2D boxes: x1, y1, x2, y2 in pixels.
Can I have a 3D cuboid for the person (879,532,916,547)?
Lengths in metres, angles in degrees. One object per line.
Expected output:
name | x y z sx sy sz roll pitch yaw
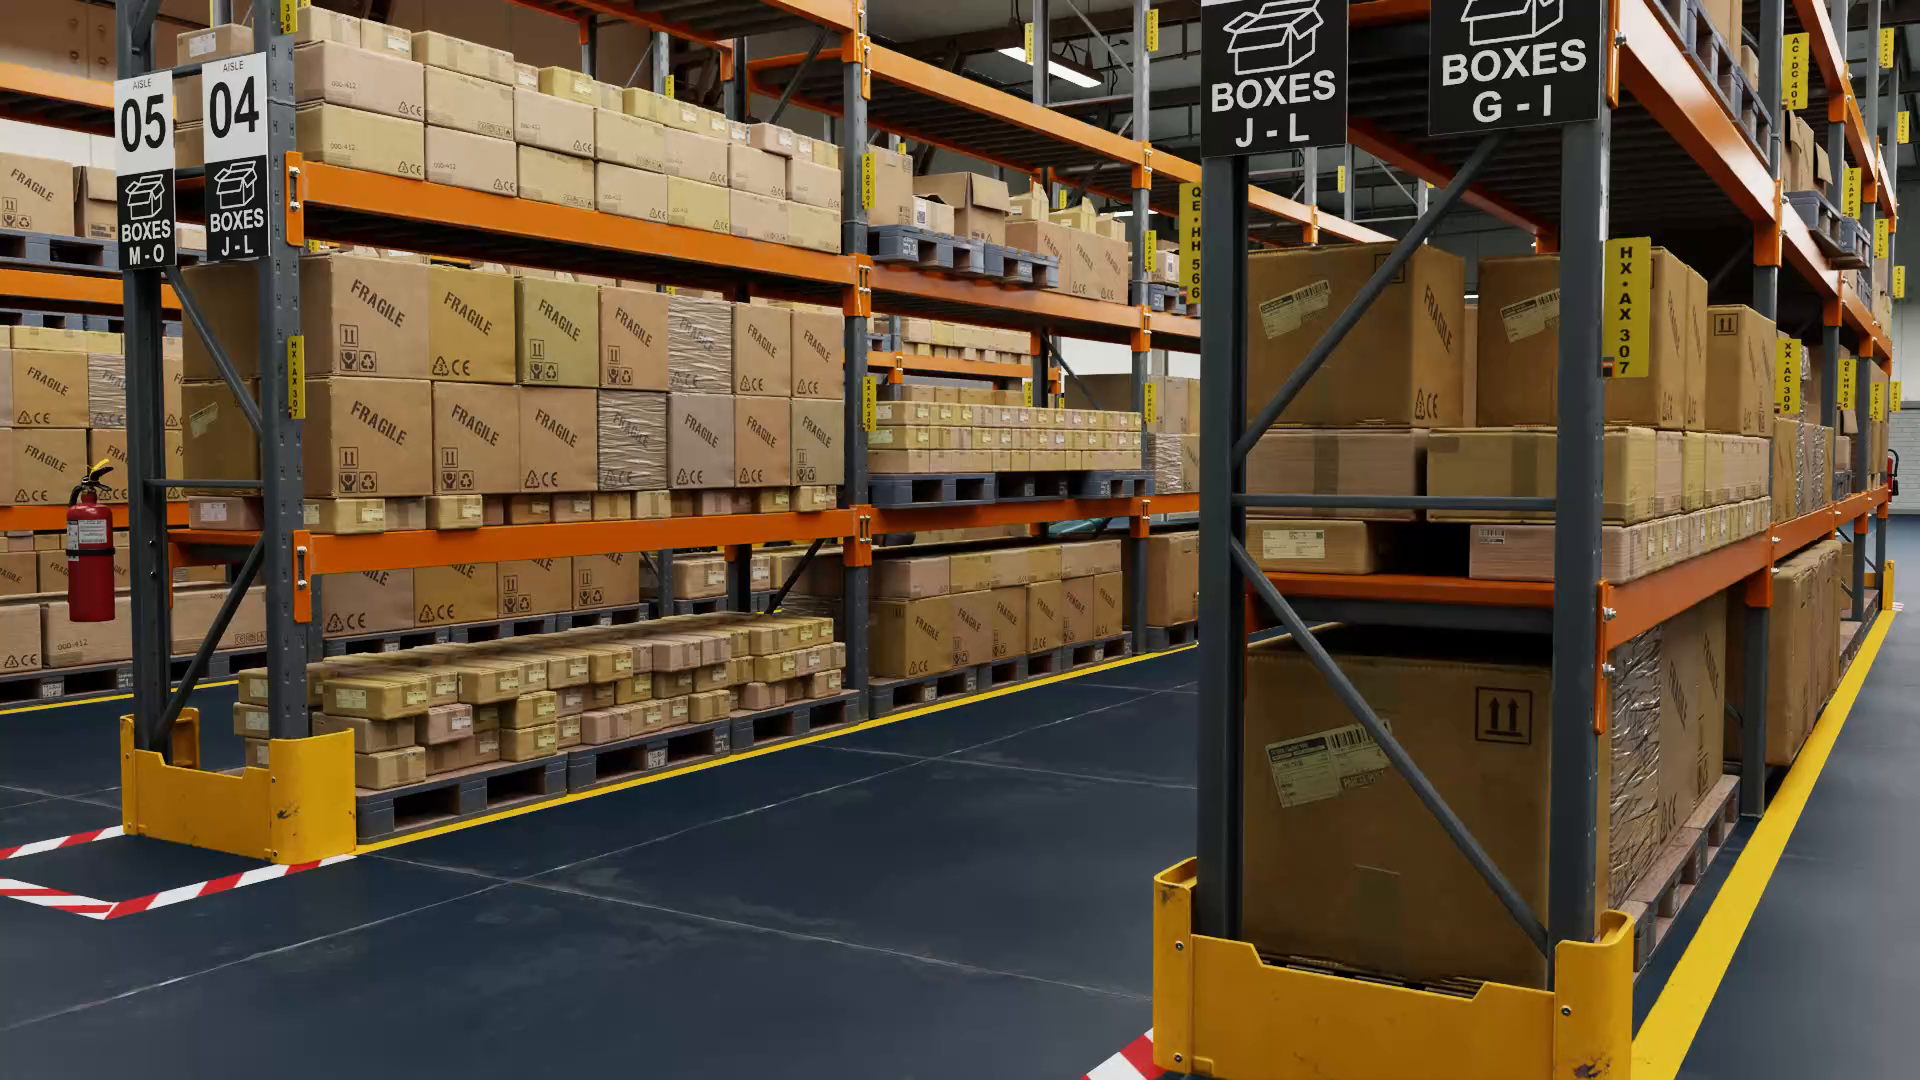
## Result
person | -0.641 -0.051 16.647 0.349 1.654 0.504 2 3 31
